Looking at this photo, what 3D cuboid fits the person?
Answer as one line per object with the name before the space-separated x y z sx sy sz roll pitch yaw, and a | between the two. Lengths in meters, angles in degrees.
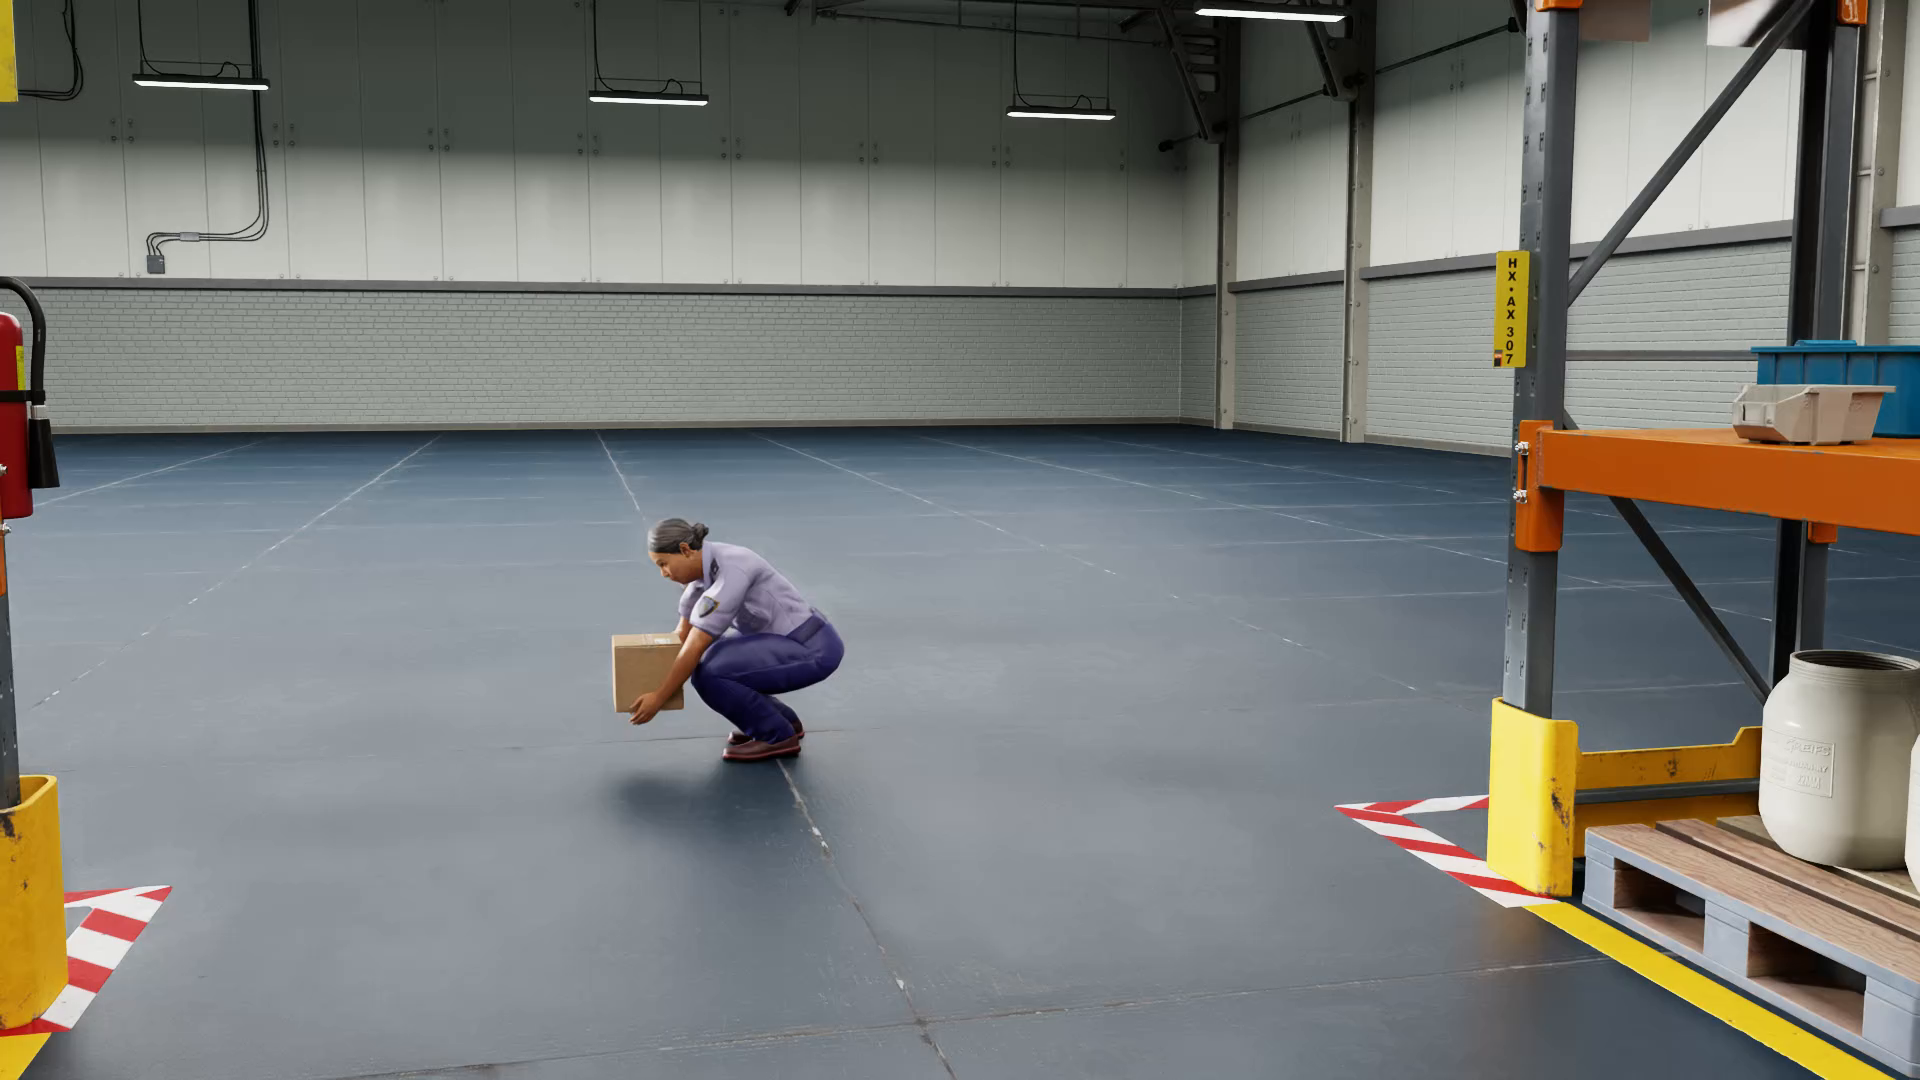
person | -0.853 0.363 6.332 0.824 0.924 0.533 -2 6 -14
